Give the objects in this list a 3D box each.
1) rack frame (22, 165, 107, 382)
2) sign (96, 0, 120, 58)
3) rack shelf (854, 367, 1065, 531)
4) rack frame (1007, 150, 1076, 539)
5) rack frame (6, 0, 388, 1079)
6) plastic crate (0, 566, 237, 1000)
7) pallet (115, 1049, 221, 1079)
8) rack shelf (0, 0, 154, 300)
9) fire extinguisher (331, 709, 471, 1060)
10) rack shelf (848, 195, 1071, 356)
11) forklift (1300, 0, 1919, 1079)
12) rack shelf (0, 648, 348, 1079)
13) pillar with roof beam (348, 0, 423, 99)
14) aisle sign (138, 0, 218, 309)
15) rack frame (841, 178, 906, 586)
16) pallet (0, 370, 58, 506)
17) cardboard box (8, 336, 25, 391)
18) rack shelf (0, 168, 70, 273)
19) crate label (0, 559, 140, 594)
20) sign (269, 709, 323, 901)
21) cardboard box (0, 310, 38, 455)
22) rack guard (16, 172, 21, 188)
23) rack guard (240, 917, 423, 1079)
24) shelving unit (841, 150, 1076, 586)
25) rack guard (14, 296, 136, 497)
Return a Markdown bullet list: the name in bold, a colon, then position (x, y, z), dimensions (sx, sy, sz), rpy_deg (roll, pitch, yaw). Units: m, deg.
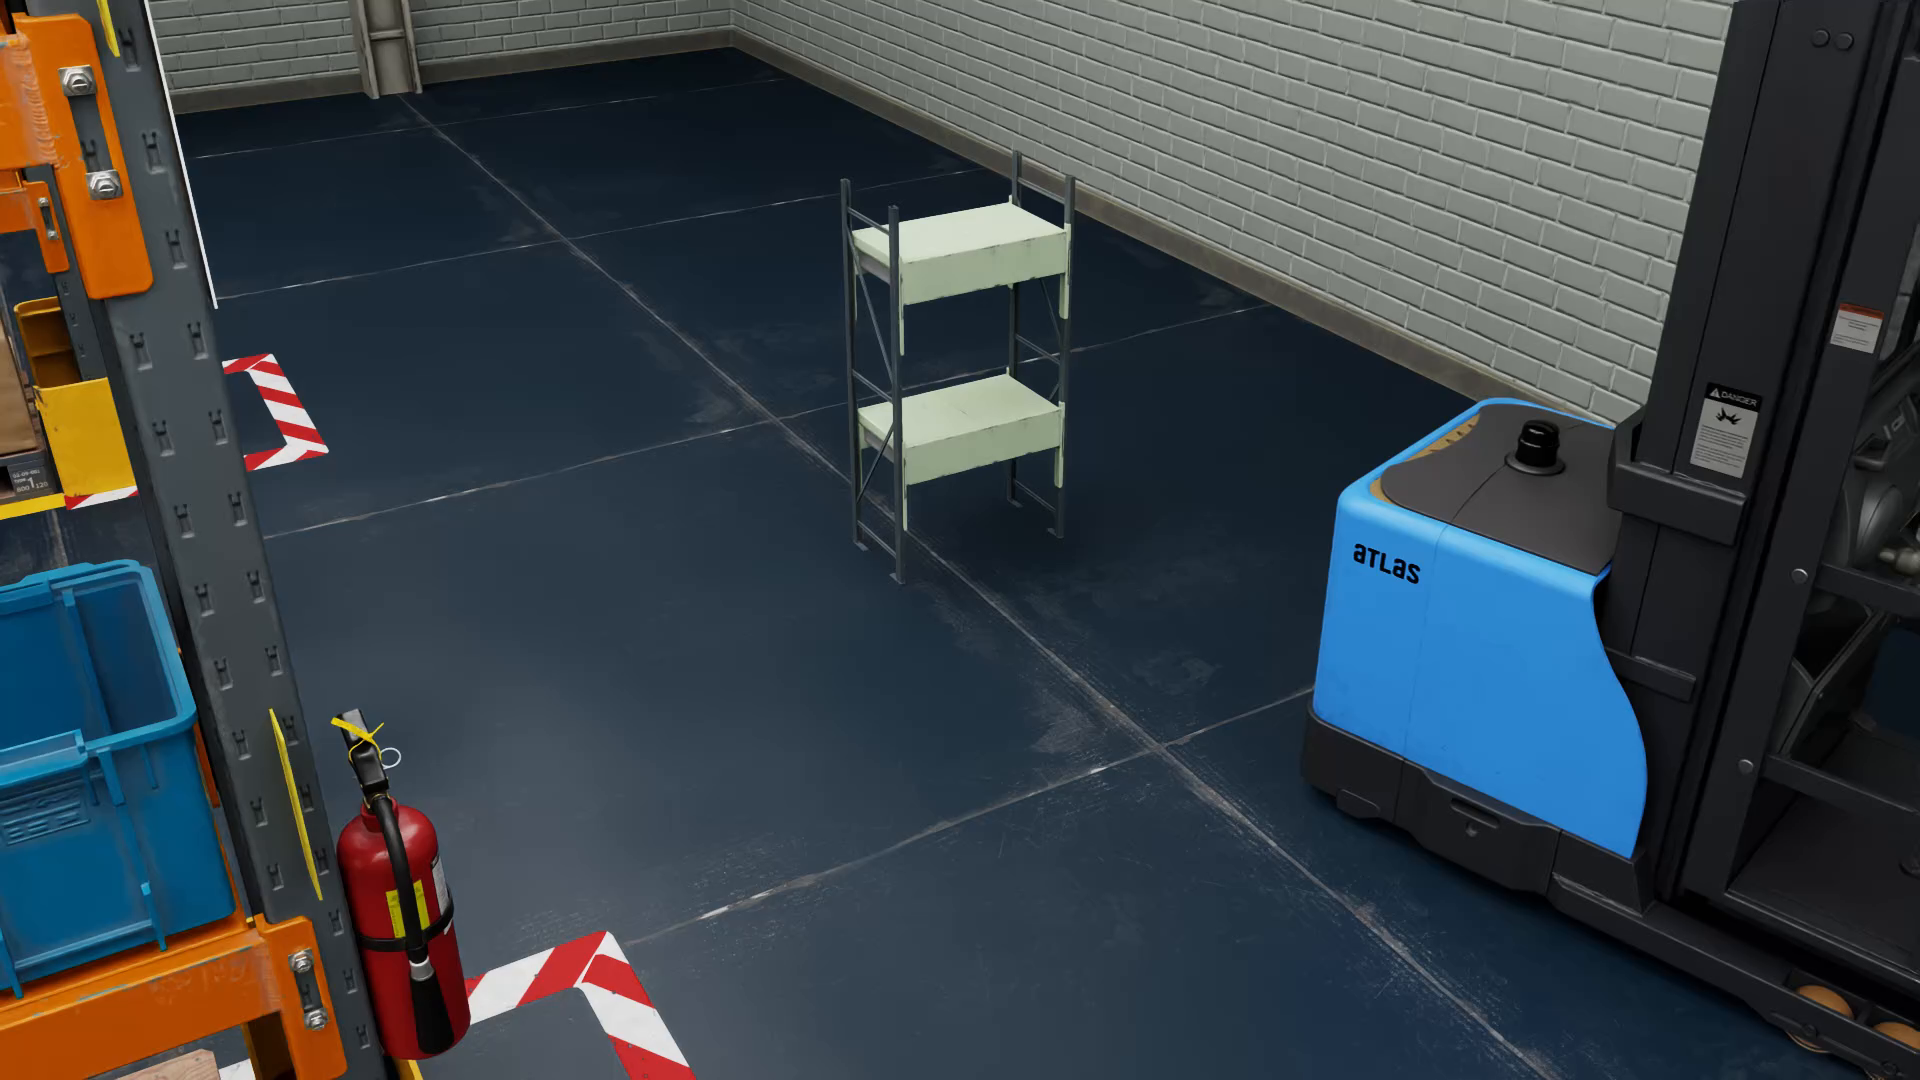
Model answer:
- **rack frame**: position (-3.875, -1.787, 6.883), dimensions (0.127, 3.000, 1.000), rpy_deg (-16, 33, -26)
- **sign**: position (-1.076, -0.765, 2.035), dimensions (0.005, 0.325, 0.100), rpy_deg (-16, 33, -26)
- **rack shelf**: position (-0.006, -0.370, 6.542), dimensions (0.720, 0.370, 0.431), rpy_deg (-16, 33, -26)
- **rack frame**: position (0.310, -0.745, 6.547), dimensions (0.023, 1.500, 0.400), rpy_deg (-16, 33, -26)
- **rack frame**: position (-1.369, 0.278, 3.142), dimensions (0.127, 3.000, 1.000), rpy_deg (-16, 33, -26)
- **plastic crate**: position (-1.563, 0.396, 2.830), dimensions (0.499, 0.435, 0.616), rpy_deg (-16, 33, -26)
- **pallet**: position (-2.099, 1.684, 3.480), dimensions (1.213, 0.211, 1.003), rpy_deg (-16, 33, -26)
- **rack shelf**: position (-3.093, -0.231, 1.704), dimensions (4.000, 0.370, 1.077), rpy_deg (-16, 33, -26)
- **fire extinguisher**: position (-1.008, 0.627, 2.975), dimensions (0.183, 0.674, 0.296), rpy_deg (-16, 33, -26)
- **rack shelf**: position (-0.006, -0.997, 6.196), dimensions (0.720, 0.370, 0.431), rpy_deg (-16, 33, -26)
- **forklift**: position (2.505, -0.175, 4.033), dimensions (3.031, 2.935, 1.130), rpy_deg (24, 37, 36)
- **rack shelf**: position (-3.093, 1.082, 2.429), dimensions (4.000, 0.370, 1.077), rpy_deg (-16, 33, -26)
- **pillar with roof beam**: position (-2.317, -5.704, 7.772), dimensions (0.400, 9.000, 9.100), rpy_deg (-16, 33, -26)
- **aisle sign**: position (-1.158, -0.756, 2.325), dimensions (0.004, 0.787, 0.394), rpy_deg (-16, 33, -26)
- **rack frame**: position (-0.321, -0.565, 6.222), dimensions (0.023, 1.500, 0.400), rpy_deg (-16, 33, -26)
- **pallet**: position (-4.627, -0.352, 7.169), dimensions (1.213, 0.211, 1.003), rpy_deg (-16, 33, -26)
- **cardboard box**: position (-4.410, -0.772, 7.539), dimensions (0.250, 0.149, 0.380), rpy_deg (-16, 33, -26)
- **rack shelf**: position (-5.599, -0.982, 6.170), dimensions (4.000, 0.370, 1.077), rpy_deg (-16, 33, -26)
- **crate label**: position (-1.748, 0.248, 3.307), dimensions (0.303, 0.233, 0.416), rpy_deg (-16, 33, -26)
- **sign**: position (-1.076, 0.431, 2.695), dimensions (0.005, 0.325, 0.100), rpy_deg (-16, 33, -26)
- **cardboard box**: position (-4.219, -0.649, 6.954), dimensions (0.500, 0.500, 0.500), rpy_deg (-16, 33, -26)
- **rack guard**: position (-6.367, -2.761, 11.235), dimensions (0.348, 0.500, 1.175), rpy_deg (-16, 33, -26)
- **rack guard**: position (-1.354, 1.361, 3.767), dimensions (0.348, 0.500, 1.175), rpy_deg (-16, 33, -26)
- **shelving unit**: position (-0.006, -0.655, 6.385), dimensions (0.755, 1.500, 0.431), rpy_deg (-16, 33, -26)
- **rack guard**: position (-3.940, -0.674, 7.453), dimensions (0.348, 0.500, 1.175), rpy_deg (-16, 33, -26)
